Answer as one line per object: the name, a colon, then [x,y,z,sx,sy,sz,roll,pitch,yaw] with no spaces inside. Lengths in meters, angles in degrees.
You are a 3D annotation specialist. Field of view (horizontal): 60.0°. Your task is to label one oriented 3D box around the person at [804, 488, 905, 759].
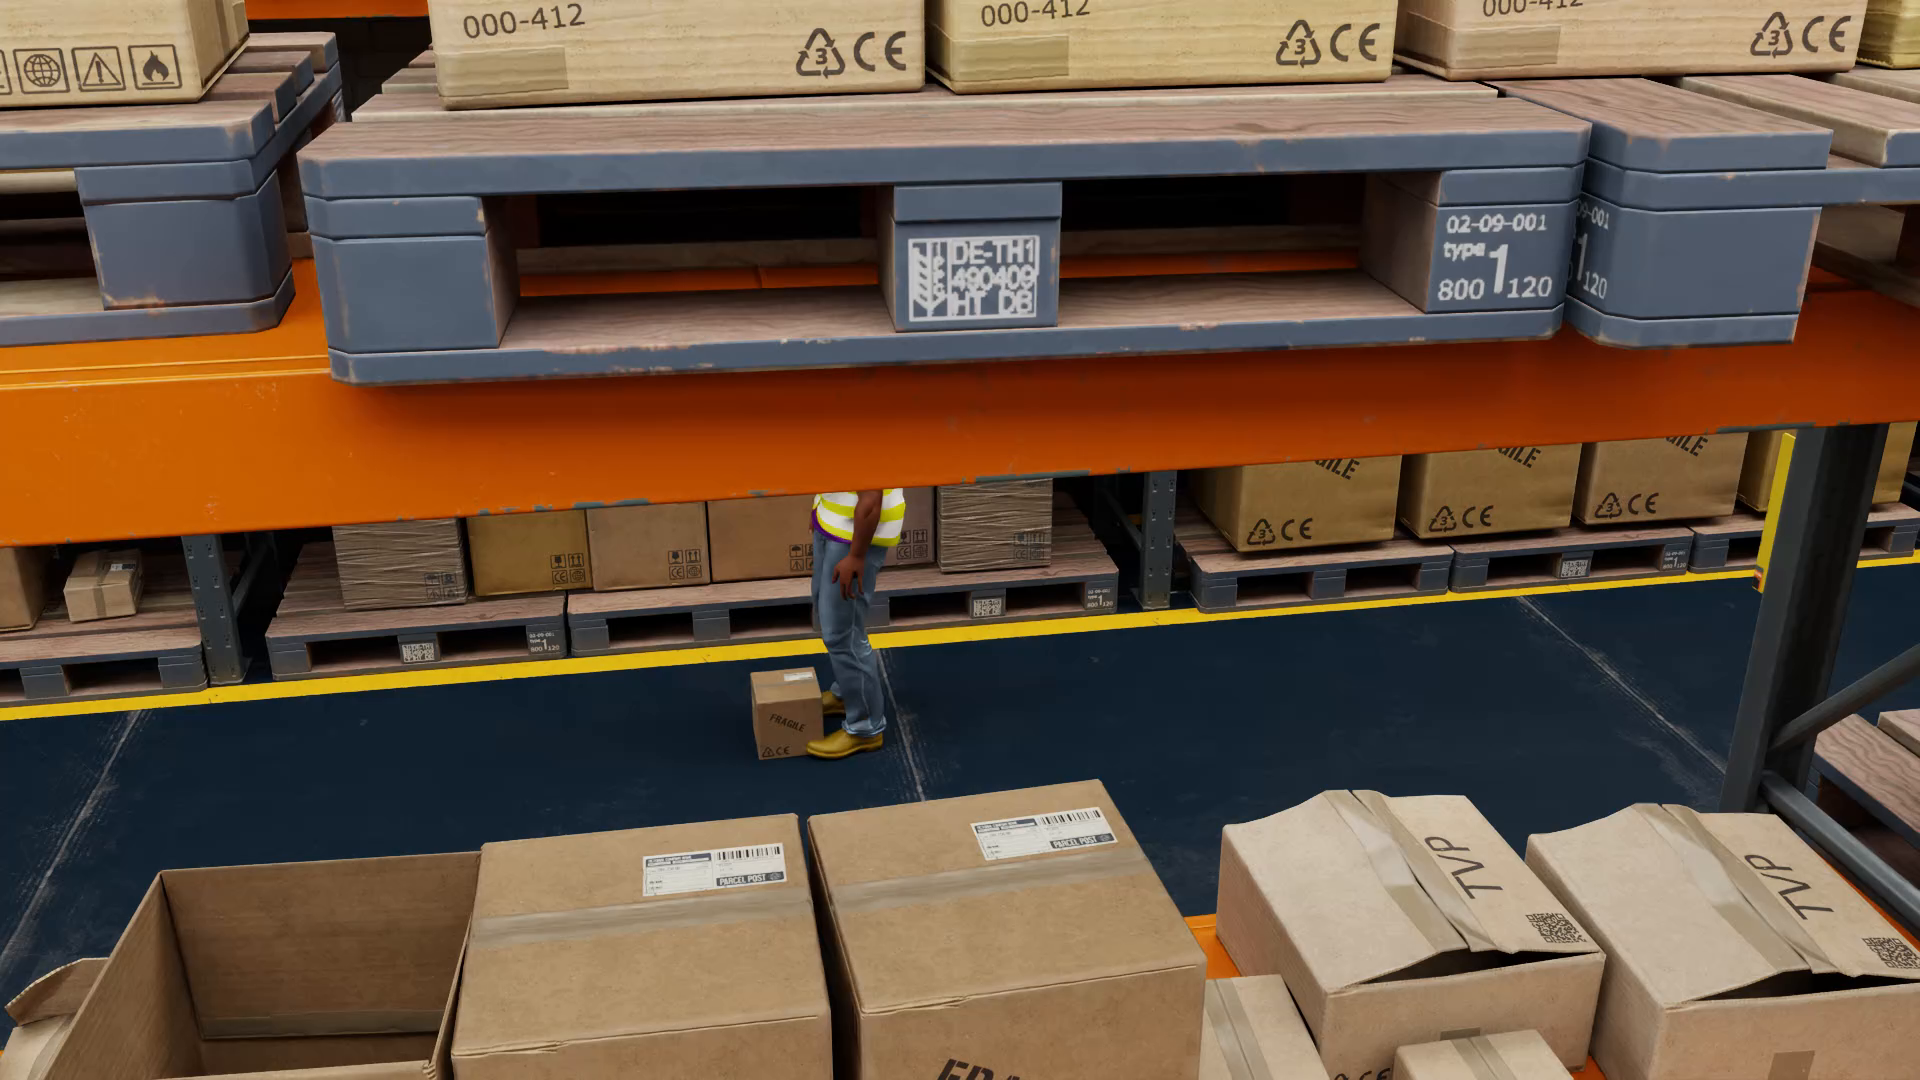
person: [-0.447,-0.040,6.168,0.456,1.760,0.635,-6,24,-13]
